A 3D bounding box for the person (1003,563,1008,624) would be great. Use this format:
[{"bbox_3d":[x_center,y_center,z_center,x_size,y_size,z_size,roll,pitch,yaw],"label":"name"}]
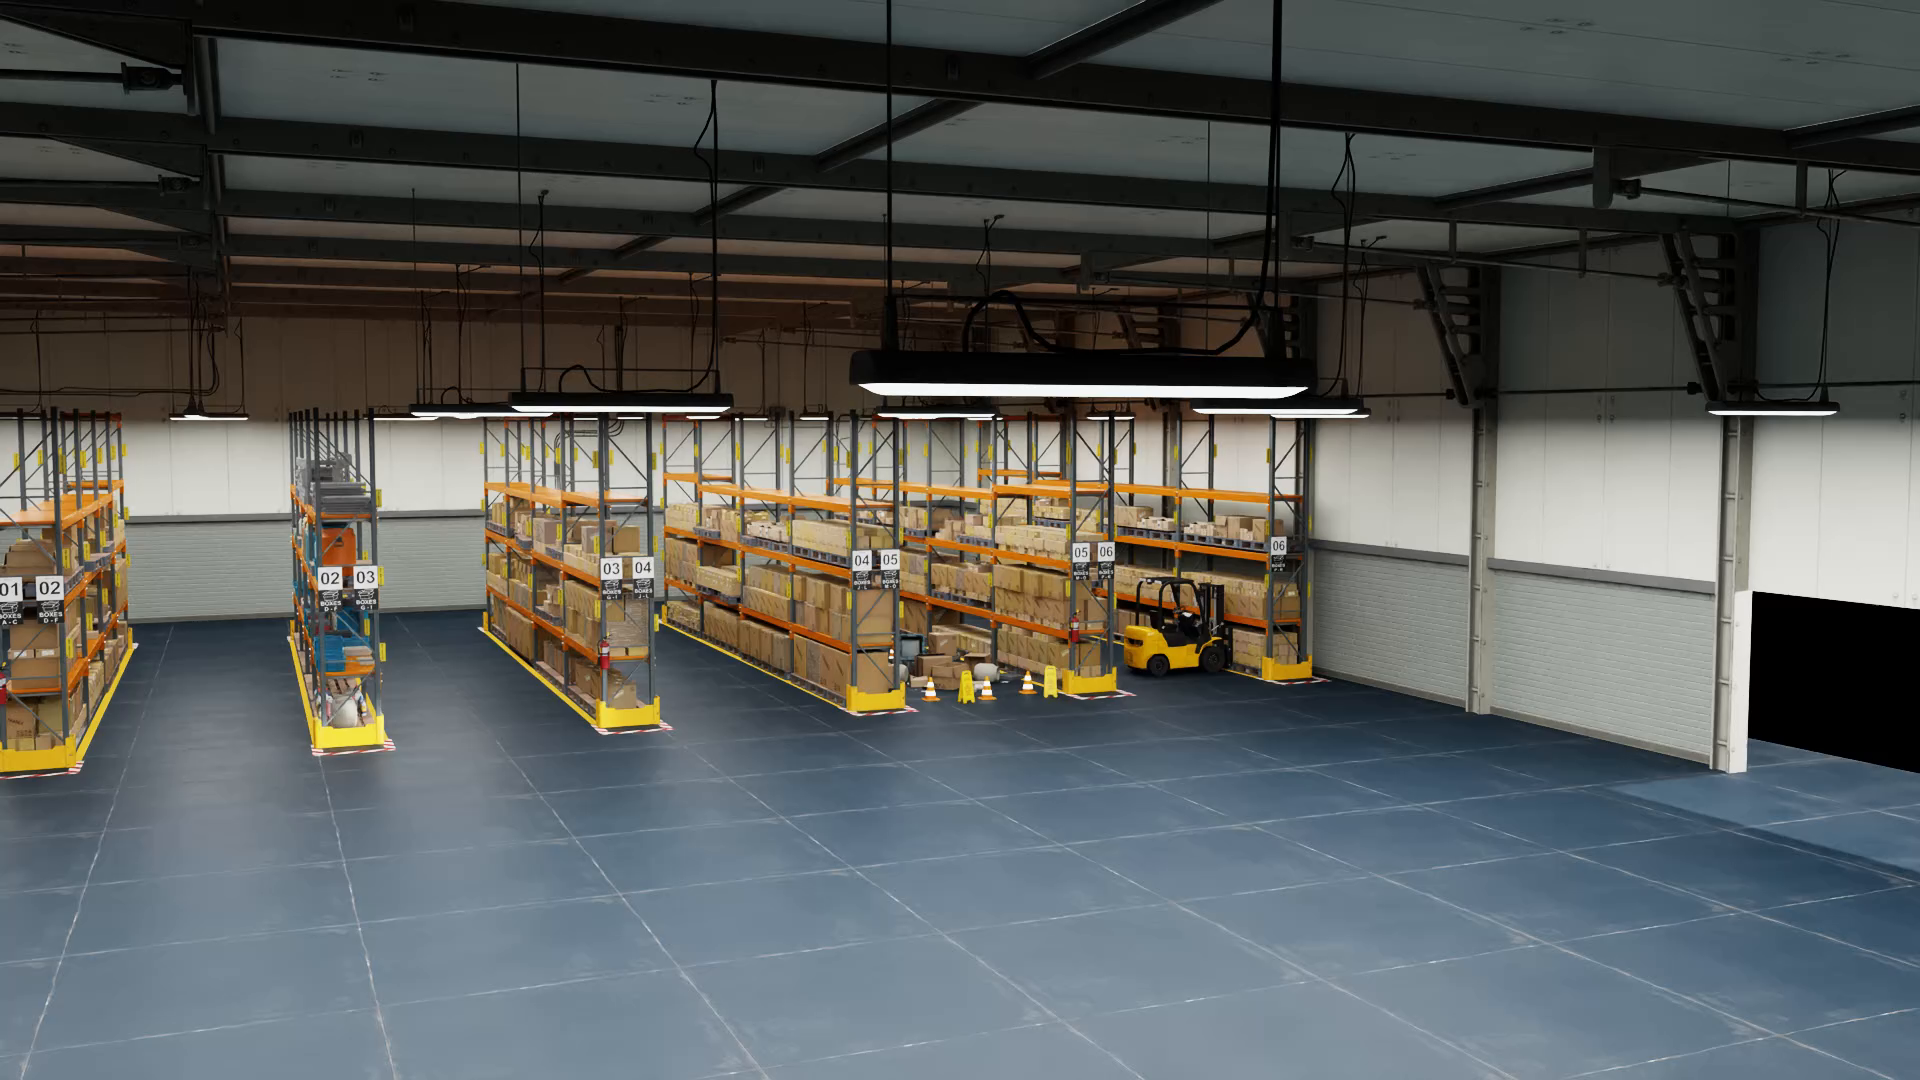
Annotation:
[{"bbox_3d":[1.352,1.549,46.896,0.499,1.779,0.638,2,4,27],"label":"person"}]
